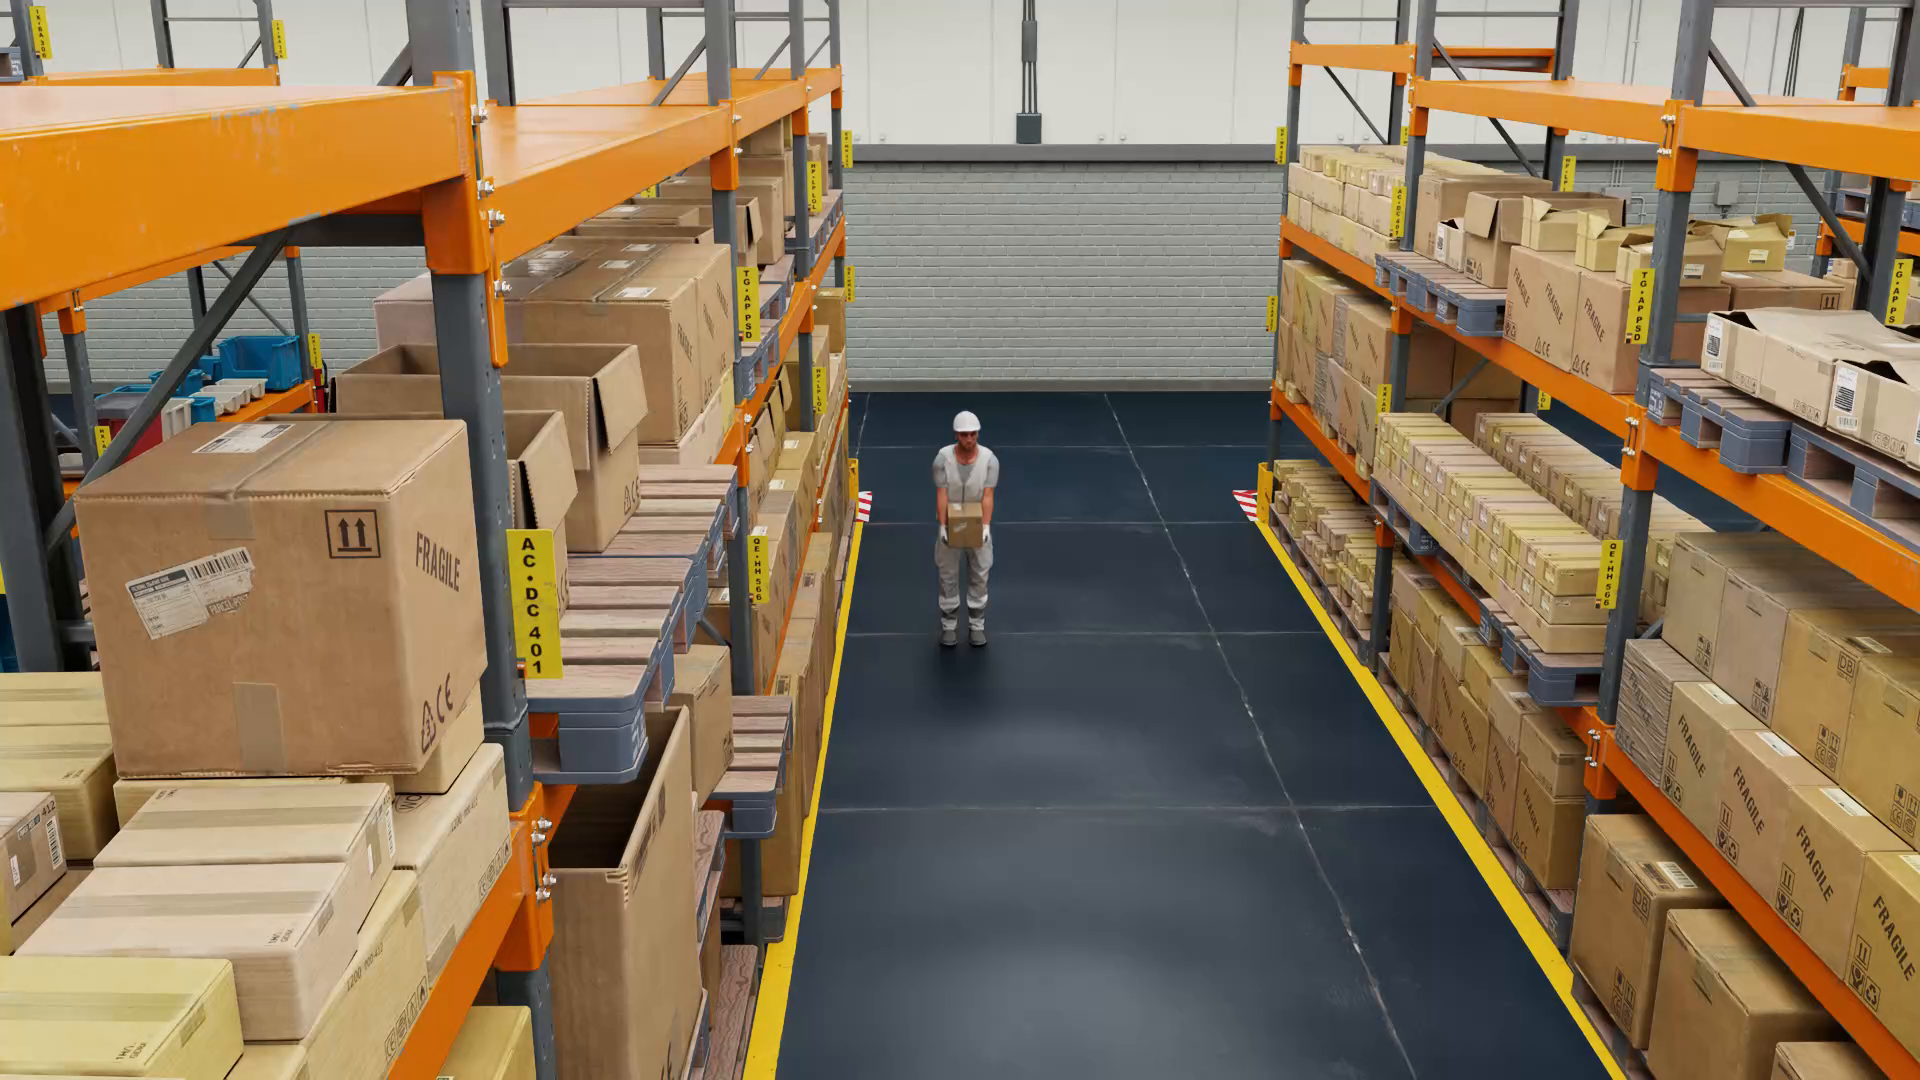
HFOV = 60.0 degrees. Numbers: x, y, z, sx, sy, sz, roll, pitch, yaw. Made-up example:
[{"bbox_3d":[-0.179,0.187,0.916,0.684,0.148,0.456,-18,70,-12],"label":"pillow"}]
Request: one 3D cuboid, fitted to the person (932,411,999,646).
[{"bbox_3d":[0.043,-0.080,12.288,0.491,1.773,0.577,-1,17,-2],"label":"person"}]
